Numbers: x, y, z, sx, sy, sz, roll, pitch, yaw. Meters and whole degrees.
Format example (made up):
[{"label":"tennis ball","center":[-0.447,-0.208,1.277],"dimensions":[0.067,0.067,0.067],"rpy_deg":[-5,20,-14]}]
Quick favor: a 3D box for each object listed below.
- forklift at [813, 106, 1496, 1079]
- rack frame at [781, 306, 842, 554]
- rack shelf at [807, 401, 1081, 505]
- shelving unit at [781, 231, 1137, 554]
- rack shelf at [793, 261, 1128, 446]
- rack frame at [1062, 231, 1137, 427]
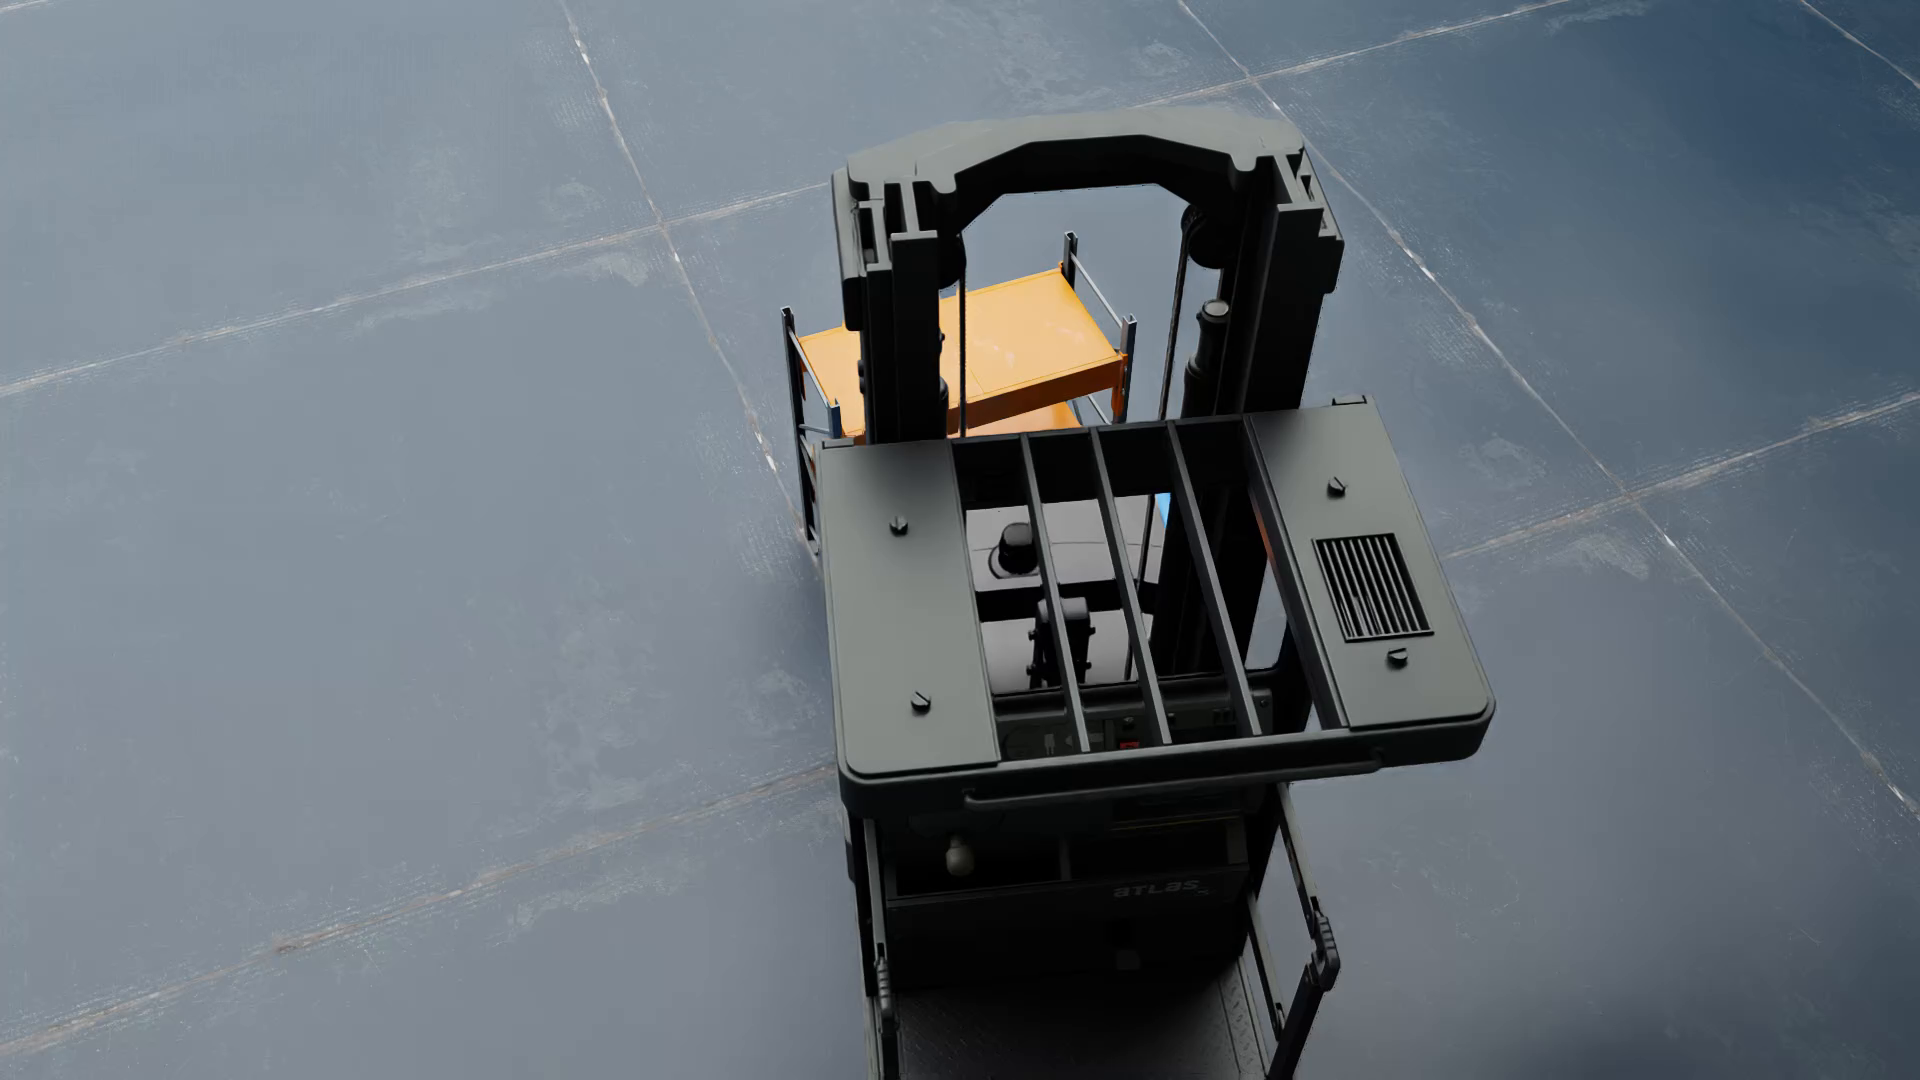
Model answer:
[{"label":"forklift","center":[0.296,0.665,3.747],"dimensions":[1.130,2.935,3.031],"rpy_deg":[-5,50,-4]},{"label":"rack frame","center":[-0.477,-0.219,5.696],"dimensions":[0.032,1.125,0.500],"rpy_deg":[-17,52,-14]},{"label":"rack shelf","center":[-0.006,-0.205,6.007],"dimensions":[1.000,0.278,0.538],"rpy_deg":[-17,52,-14]},{"label":"shelving unit","center":[-0.006,-0.365,5.822],"dimensions":[1.048,1.125,0.538],"rpy_deg":[-17,52,-14]},{"label":"rack shelf","center":[-0.006,-0.555,5.600],"dimensions":[1.000,0.278,0.538],"rpy_deg":[-17,52,-14]},{"label":"rack frame","center":[0.464,-0.510,5.947],"dimensions":[0.032,1.125,0.500],"rpy_deg":[-17,52,-14]}]
